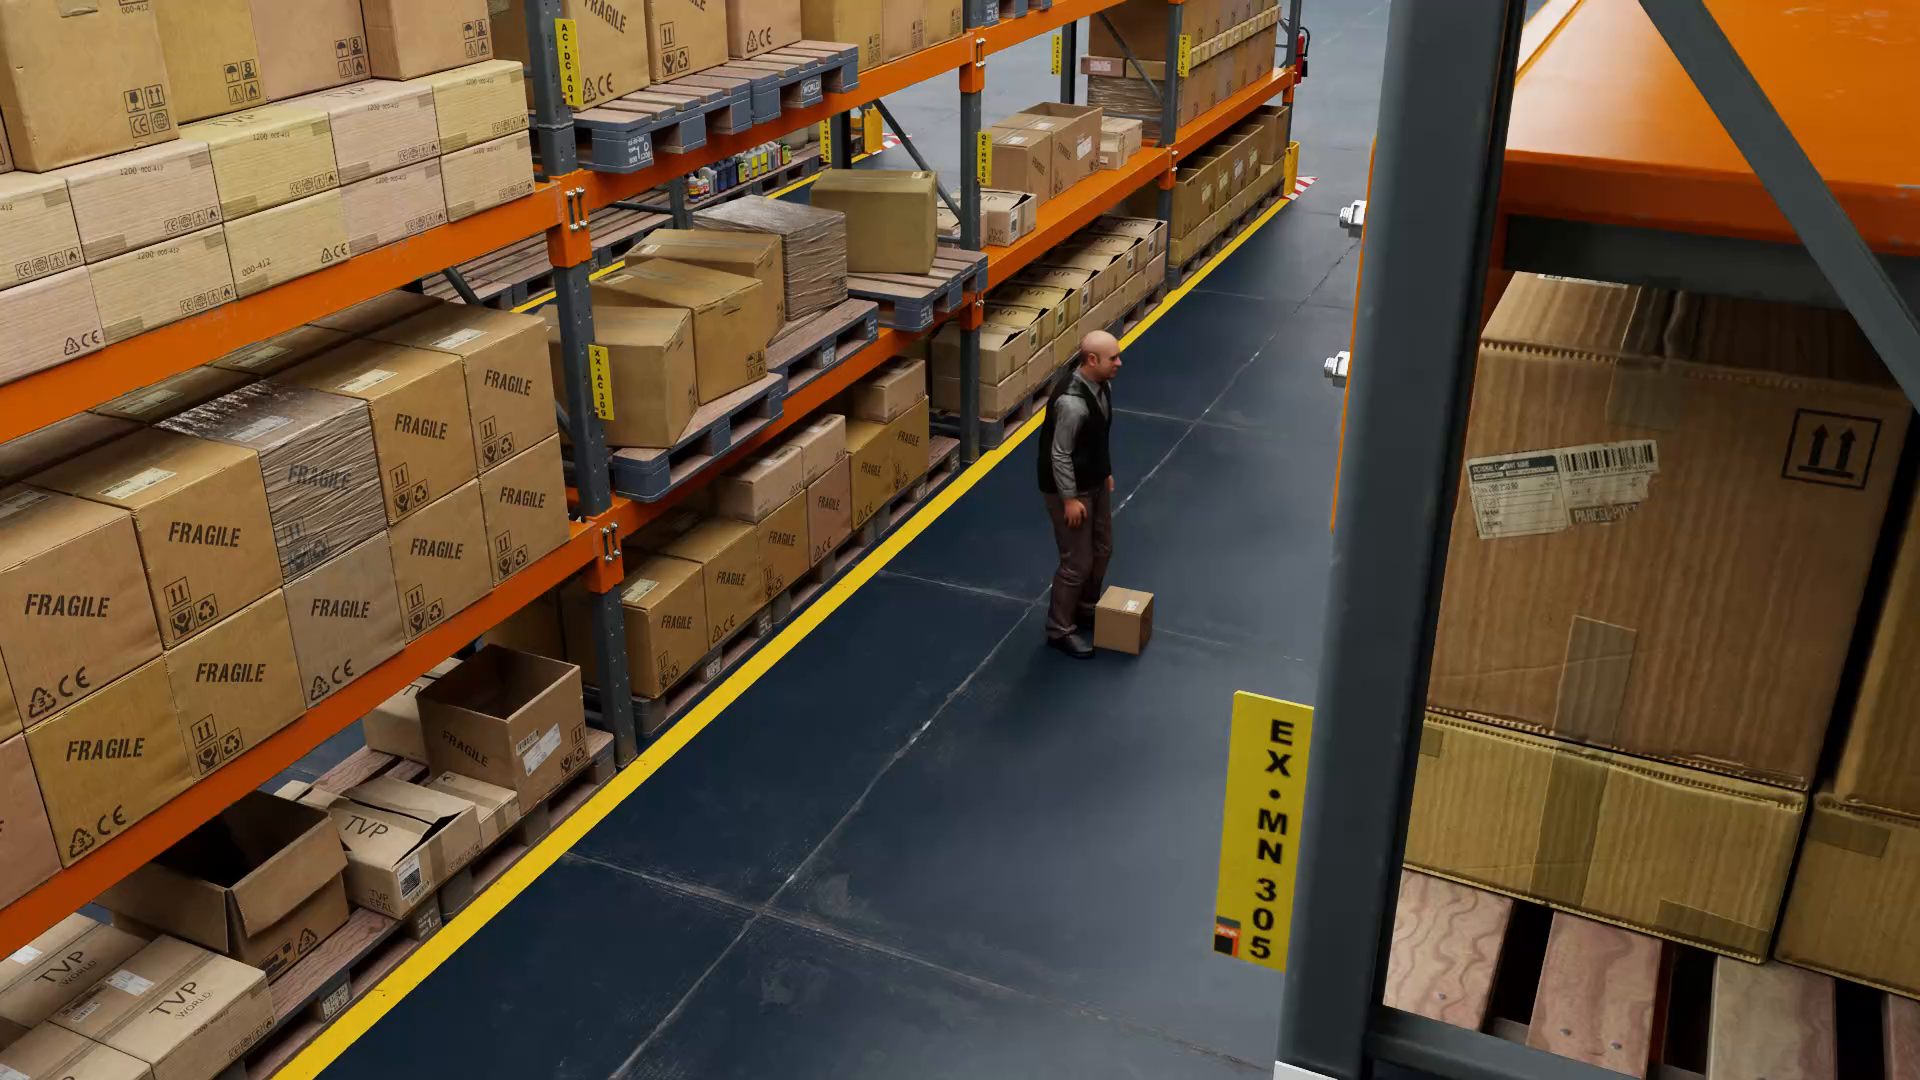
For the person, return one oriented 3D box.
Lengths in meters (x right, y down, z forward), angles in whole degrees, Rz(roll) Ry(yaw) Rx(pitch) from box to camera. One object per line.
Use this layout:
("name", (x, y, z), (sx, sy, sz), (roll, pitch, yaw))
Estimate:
("person", (0.642, -0.272, 8.699), (0.460, 1.721, 0.580), (11, 28, 22))
